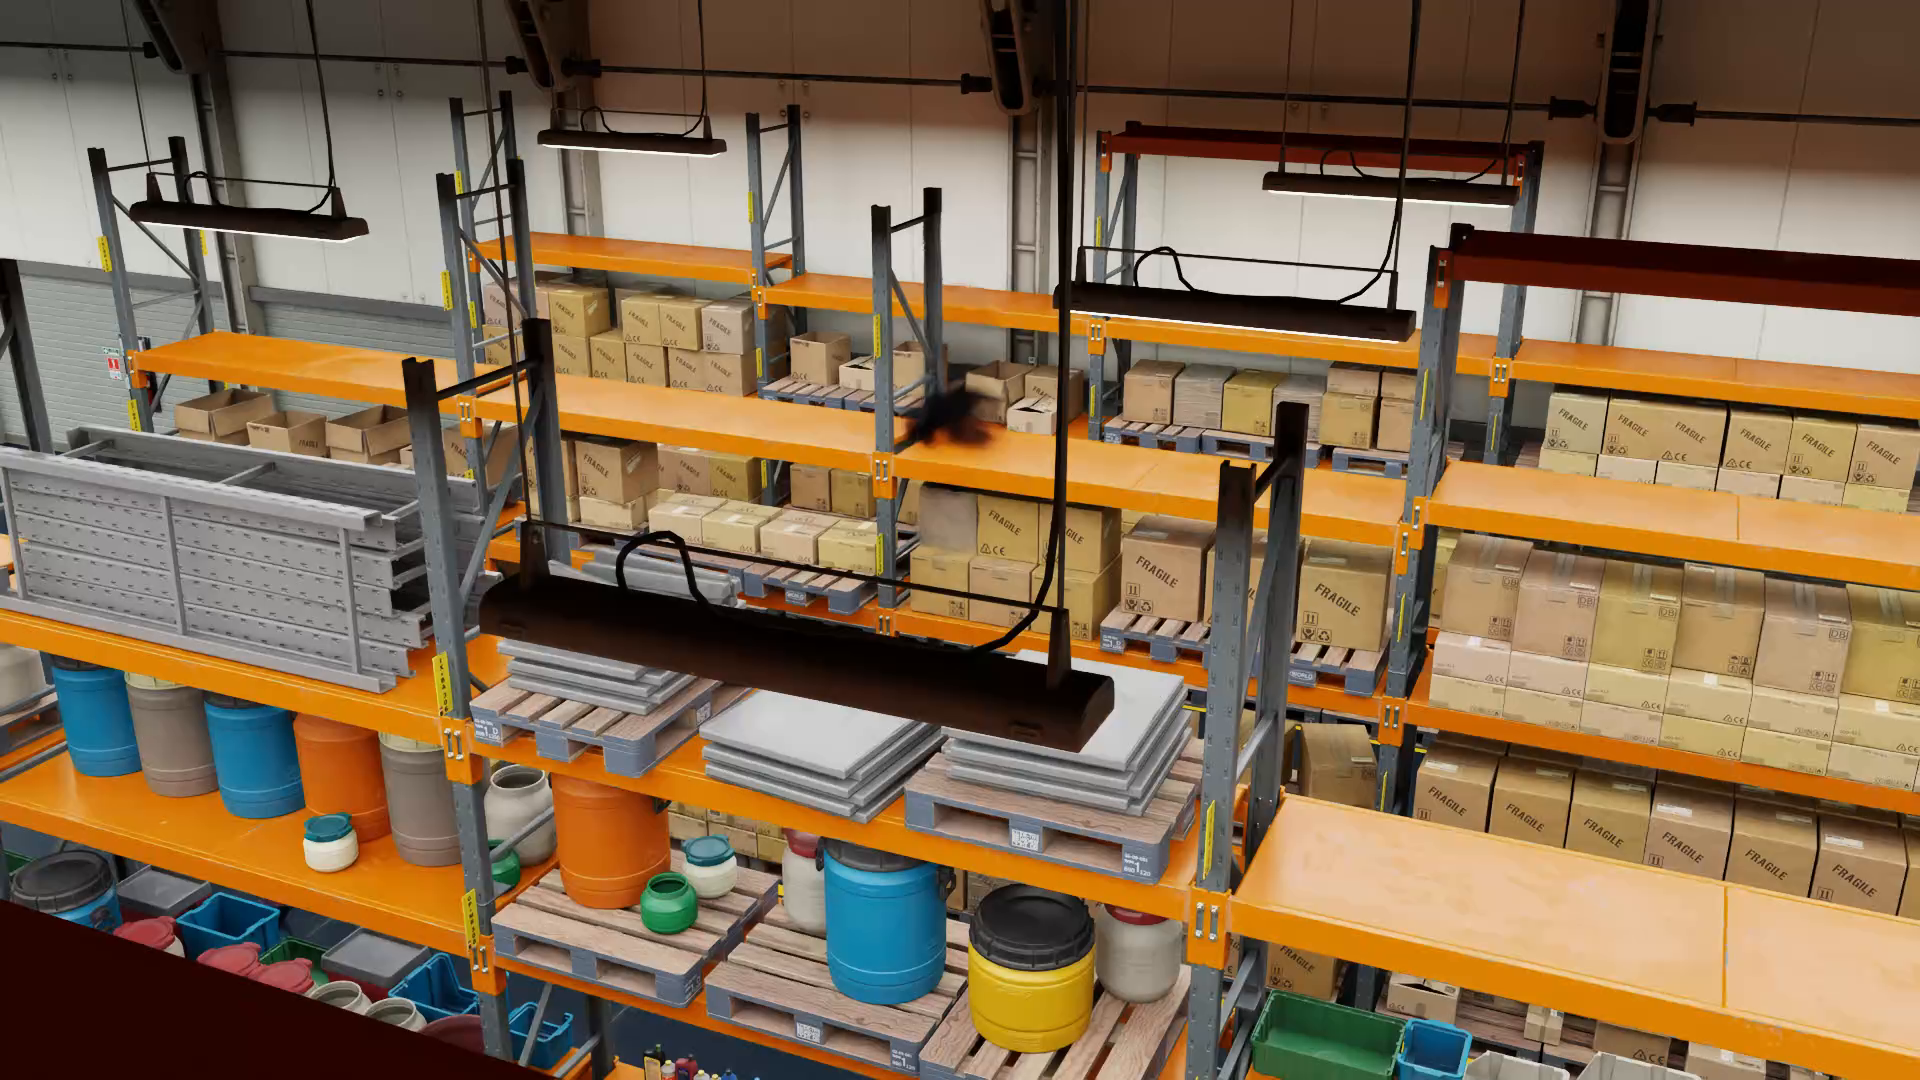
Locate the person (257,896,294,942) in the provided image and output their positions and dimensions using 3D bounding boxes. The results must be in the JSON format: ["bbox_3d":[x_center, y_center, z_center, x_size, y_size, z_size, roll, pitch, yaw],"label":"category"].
[{"bbox_3d":[-5.300,2.786,13.065,0.567,1.548,0.535,10,23,25],"label":"person"}]
